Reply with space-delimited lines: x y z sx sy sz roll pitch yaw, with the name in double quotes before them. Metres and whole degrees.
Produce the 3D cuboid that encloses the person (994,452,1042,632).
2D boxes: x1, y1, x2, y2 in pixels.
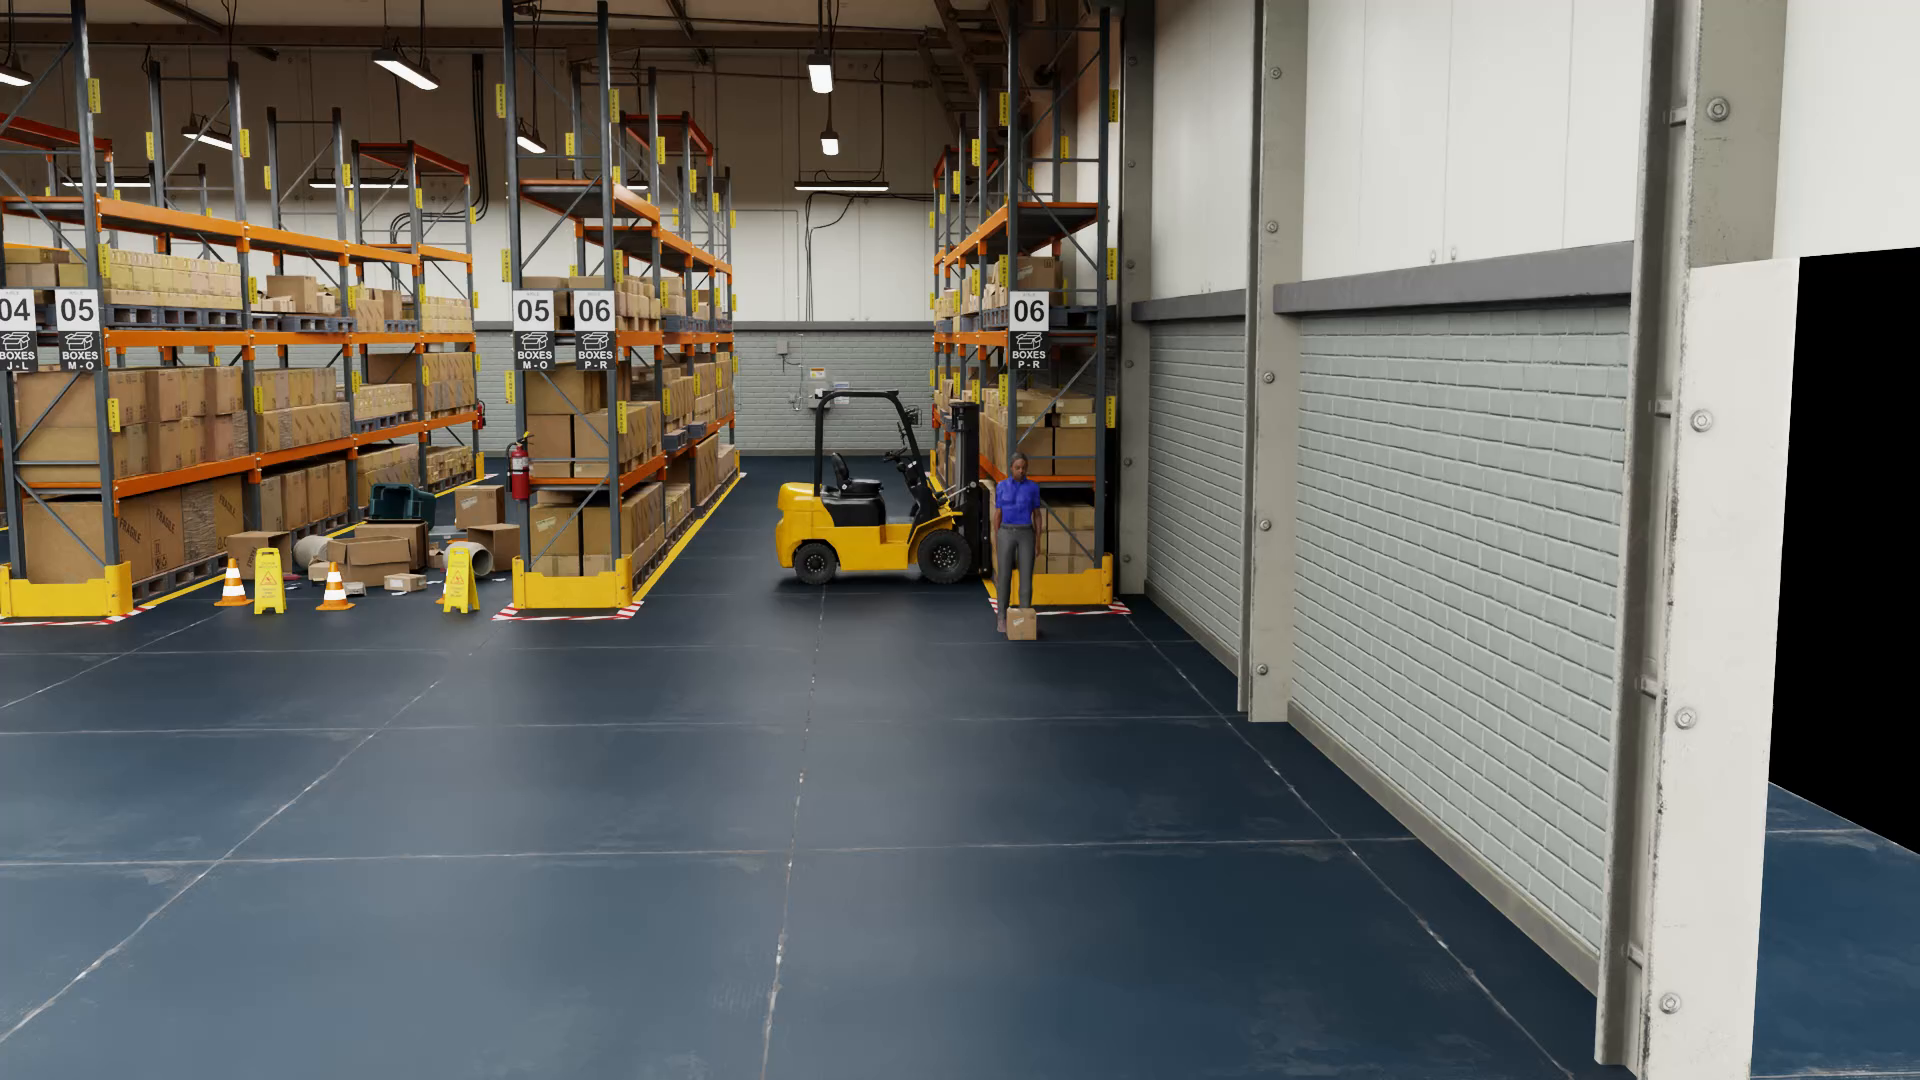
"person" 0.549 0.016 15.627 0.448 1.678 0.355 0 7 -3
